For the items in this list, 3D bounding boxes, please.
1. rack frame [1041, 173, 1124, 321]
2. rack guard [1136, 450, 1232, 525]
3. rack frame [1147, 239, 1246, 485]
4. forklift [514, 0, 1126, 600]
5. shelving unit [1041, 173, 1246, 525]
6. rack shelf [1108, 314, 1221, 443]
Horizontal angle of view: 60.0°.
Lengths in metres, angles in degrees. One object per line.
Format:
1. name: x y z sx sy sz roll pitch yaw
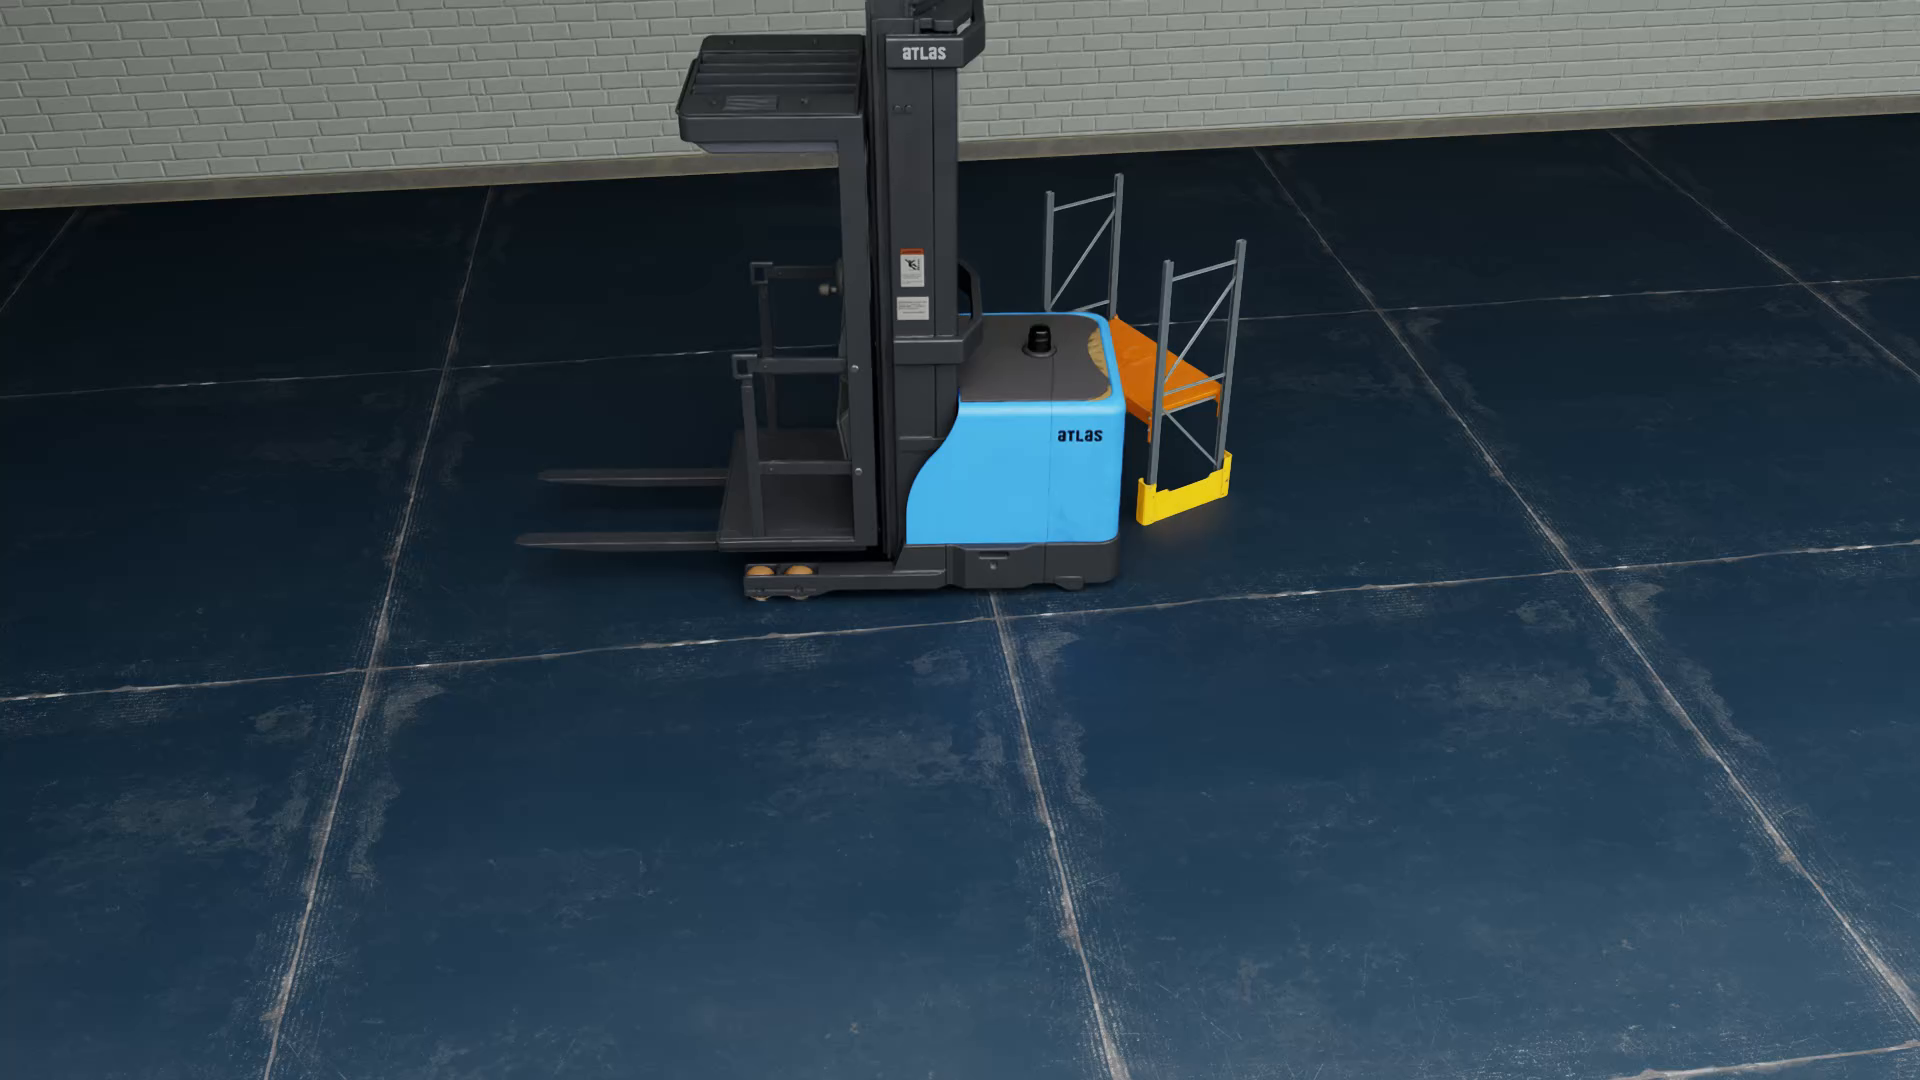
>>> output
1. rack frame: 0.666 -1.285 9.304 0.500 1.500 0.032 -19 39 -26
2. rack guard: 1.205 -0.284 8.945 0.587 0.250 0.087 -19 39 -26
3. rack frame: 1.206 -0.800 8.592 0.500 1.500 0.032 -19 39 -26
4. forklift: -0.726 -1.216 7.931 3.031 2.935 1.130 -1 34 -1
5. shelving unit: 0.941 -1.038 8.942 0.587 1.500 1.083 -19 39 -26
6. rack shelf: 0.936 -0.894 9.049 0.538 0.185 1.000 -19 39 -26
